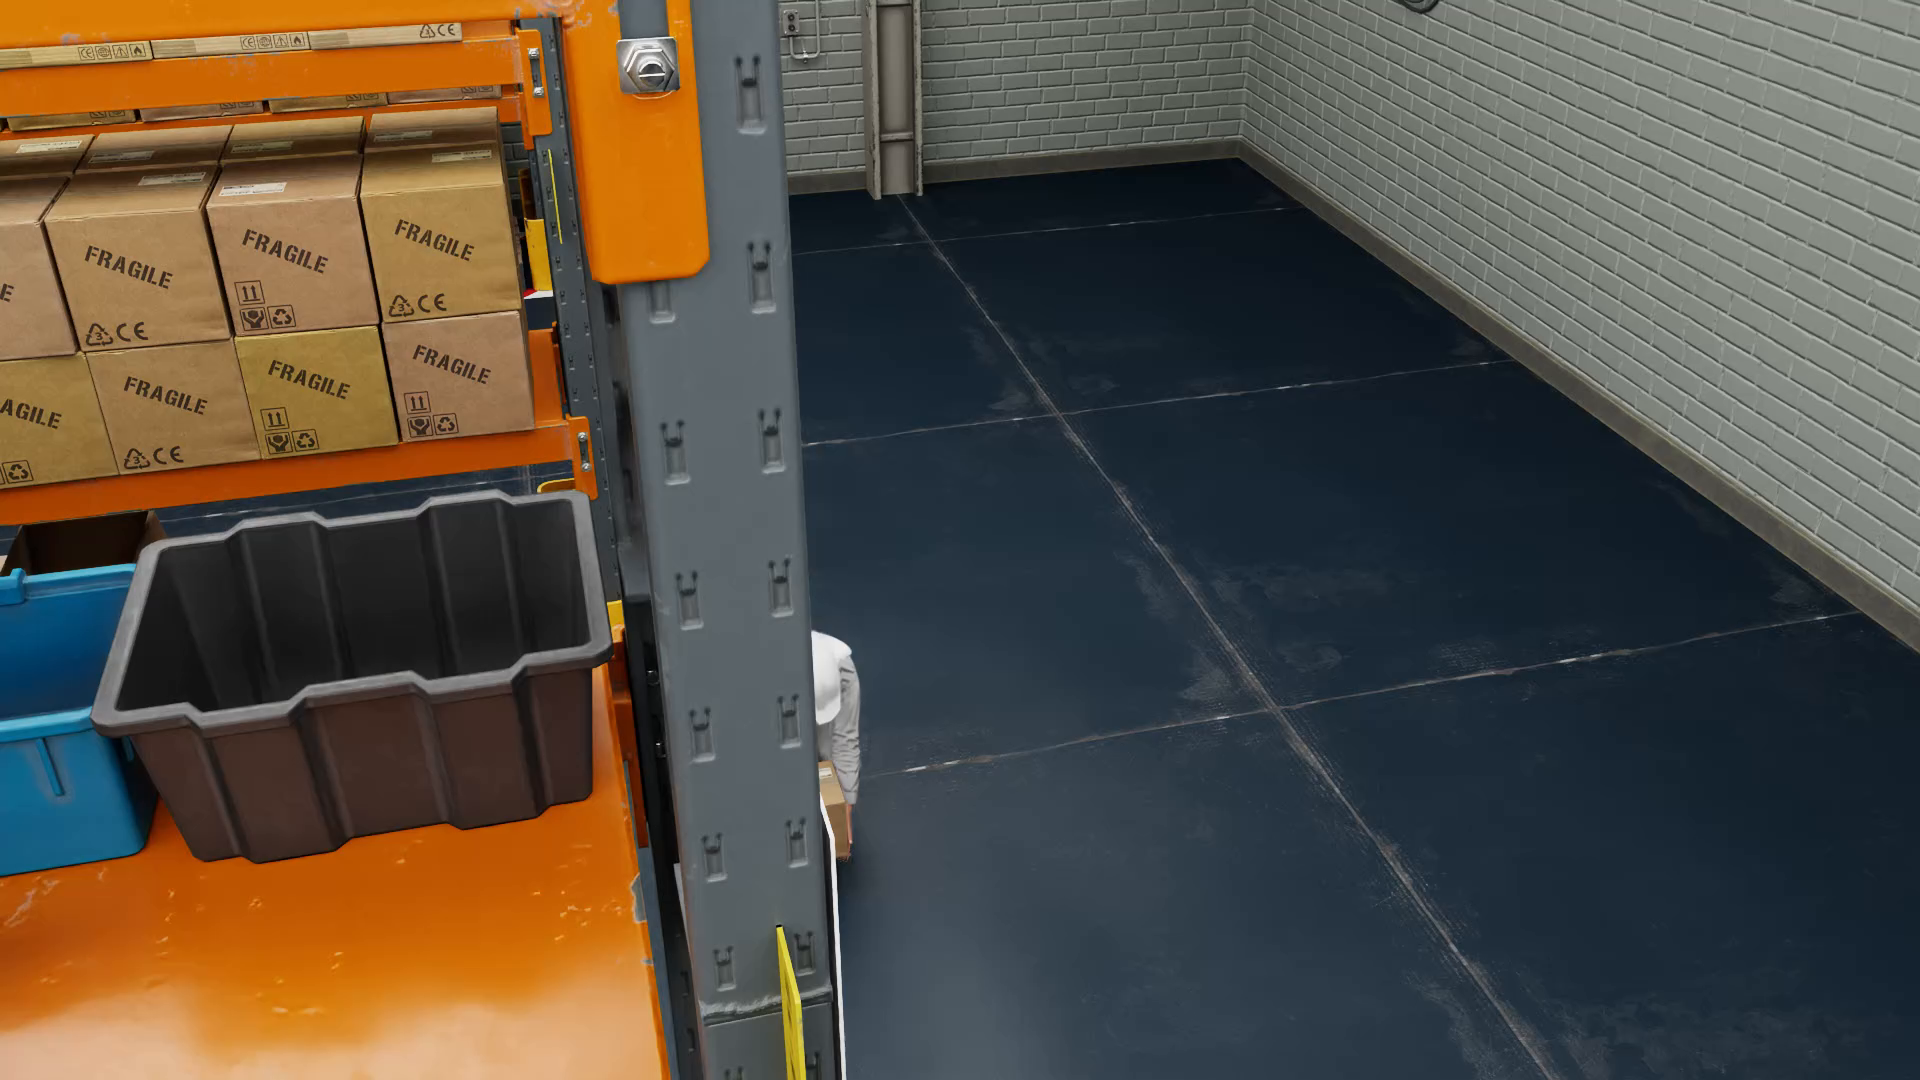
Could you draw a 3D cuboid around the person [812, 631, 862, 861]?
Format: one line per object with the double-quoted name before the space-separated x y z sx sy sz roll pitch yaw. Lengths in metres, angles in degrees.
"person" -0.647 0.676 6.212 0.520 1.010 0.886 -8 31 -14
